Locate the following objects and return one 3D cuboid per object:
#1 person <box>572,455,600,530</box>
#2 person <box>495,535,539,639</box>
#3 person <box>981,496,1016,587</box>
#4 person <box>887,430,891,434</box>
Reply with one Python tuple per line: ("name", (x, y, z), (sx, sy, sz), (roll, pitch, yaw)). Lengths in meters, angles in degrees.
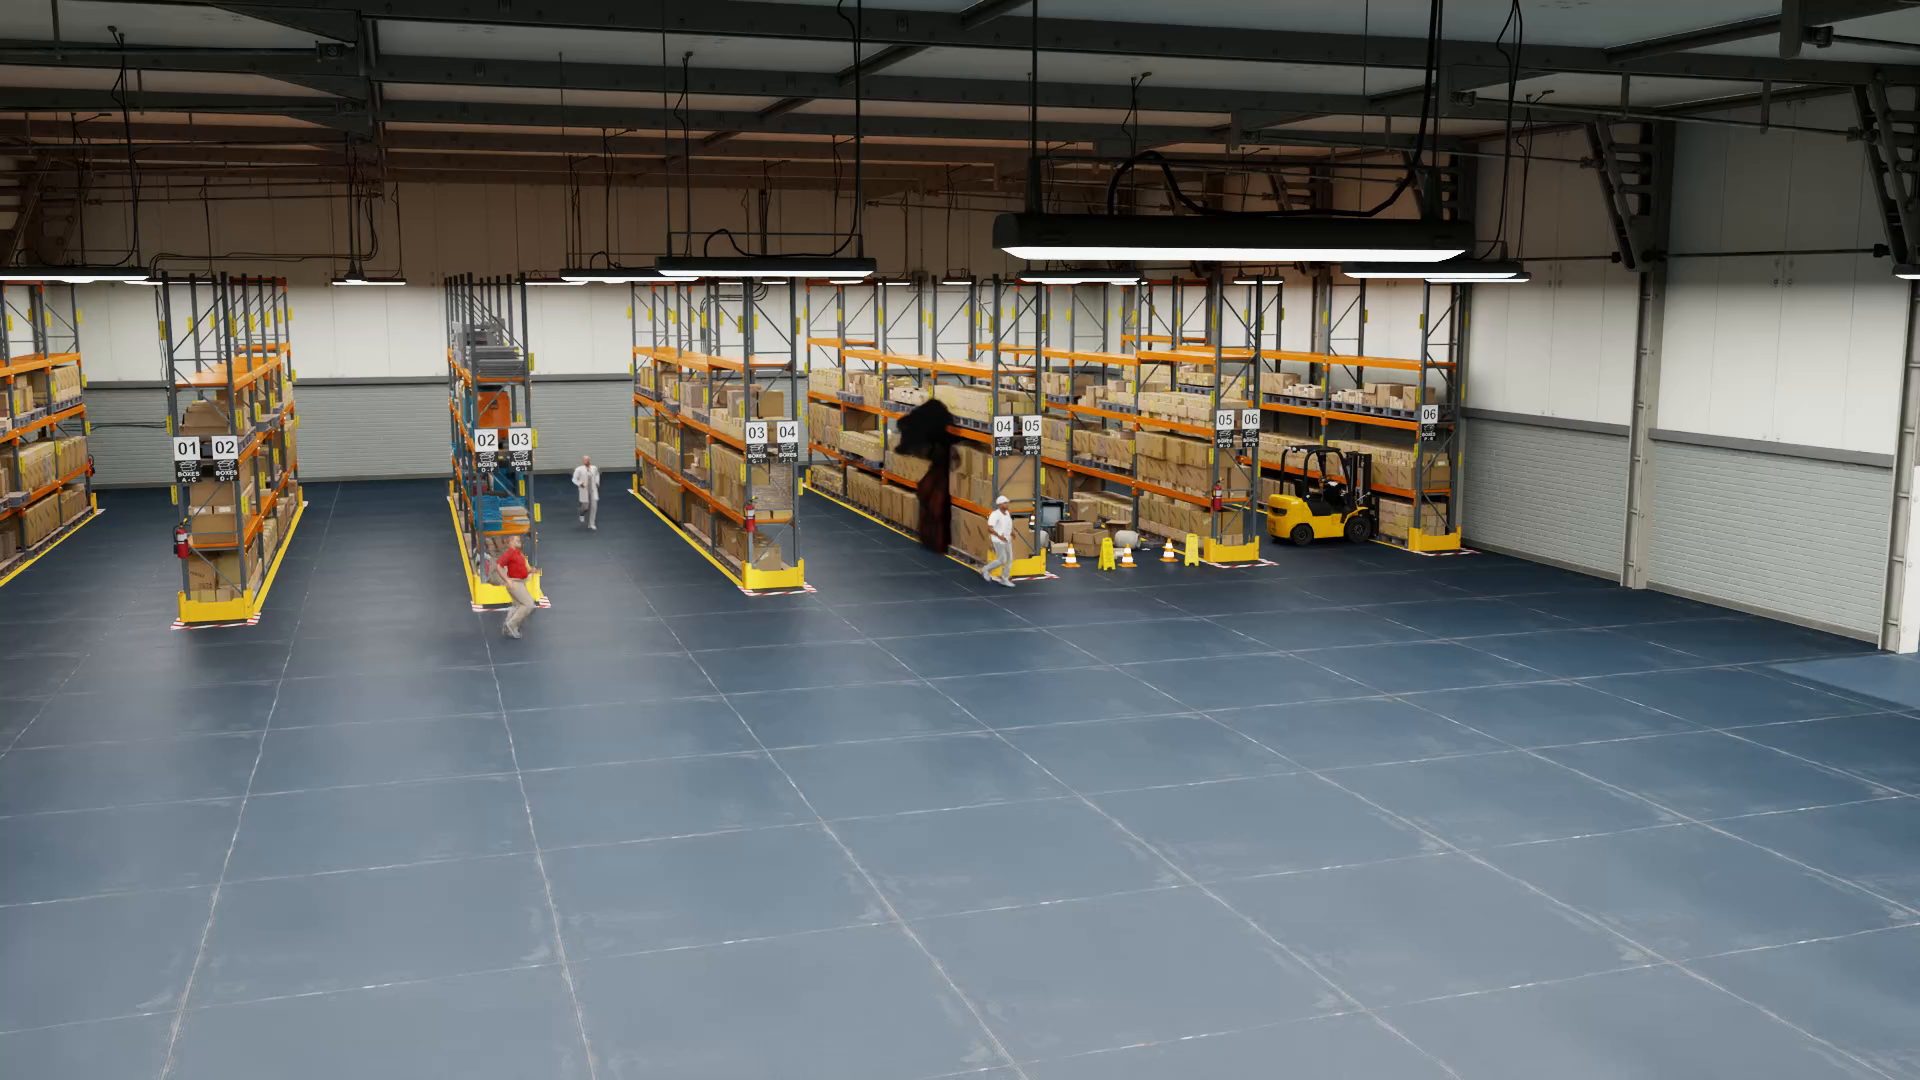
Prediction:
("person", (-8.939, -1.153, 39.924), (0.712, 1.764, 0.918), (-5, 10, -31))
("person", (-7.260, 0.765, 27.369), (0.667, 1.708, 0.645), (0, 9, -3))
("person", (0.775, 0.014, 32.278), (0.710, 1.752, 0.726), (6, 10, 33))
("person", (-1.970, -2.276, 47.526), (0.636, 1.723, 0.839), (-2, 9, -16))
